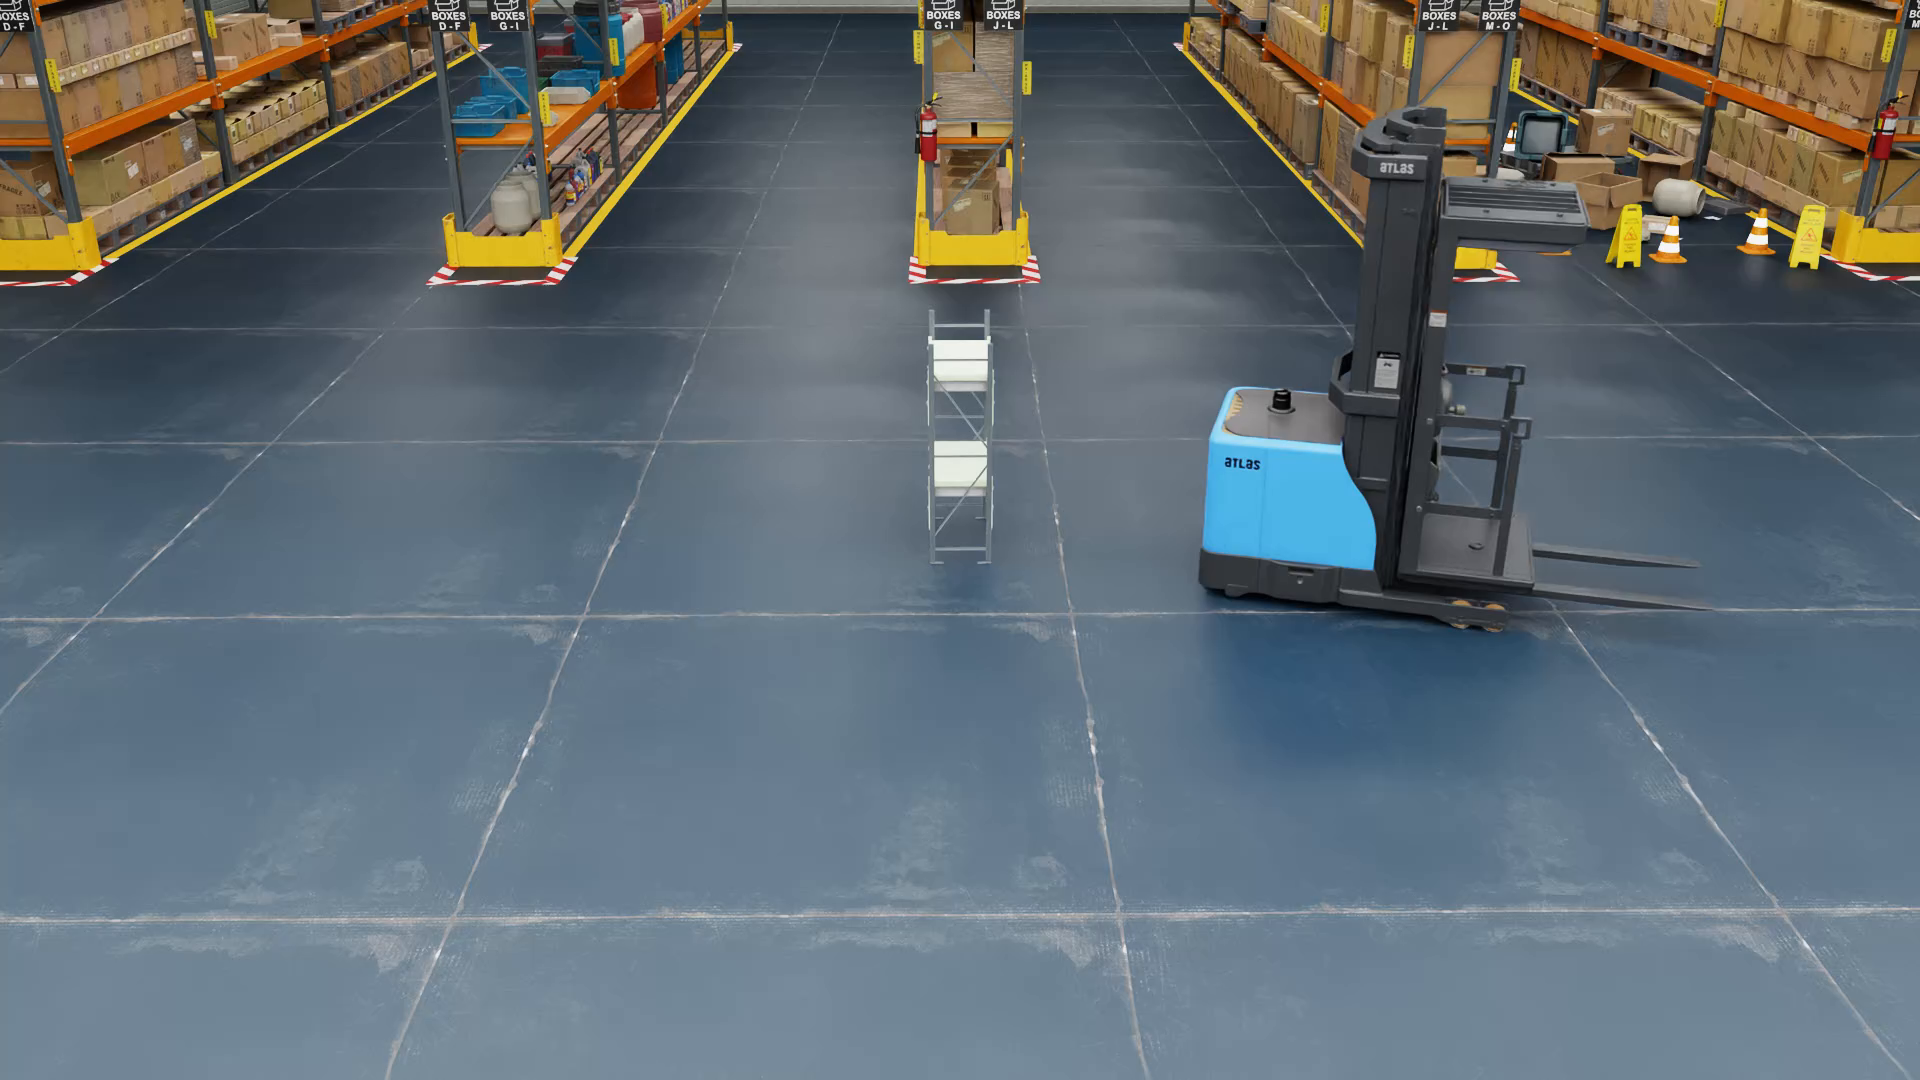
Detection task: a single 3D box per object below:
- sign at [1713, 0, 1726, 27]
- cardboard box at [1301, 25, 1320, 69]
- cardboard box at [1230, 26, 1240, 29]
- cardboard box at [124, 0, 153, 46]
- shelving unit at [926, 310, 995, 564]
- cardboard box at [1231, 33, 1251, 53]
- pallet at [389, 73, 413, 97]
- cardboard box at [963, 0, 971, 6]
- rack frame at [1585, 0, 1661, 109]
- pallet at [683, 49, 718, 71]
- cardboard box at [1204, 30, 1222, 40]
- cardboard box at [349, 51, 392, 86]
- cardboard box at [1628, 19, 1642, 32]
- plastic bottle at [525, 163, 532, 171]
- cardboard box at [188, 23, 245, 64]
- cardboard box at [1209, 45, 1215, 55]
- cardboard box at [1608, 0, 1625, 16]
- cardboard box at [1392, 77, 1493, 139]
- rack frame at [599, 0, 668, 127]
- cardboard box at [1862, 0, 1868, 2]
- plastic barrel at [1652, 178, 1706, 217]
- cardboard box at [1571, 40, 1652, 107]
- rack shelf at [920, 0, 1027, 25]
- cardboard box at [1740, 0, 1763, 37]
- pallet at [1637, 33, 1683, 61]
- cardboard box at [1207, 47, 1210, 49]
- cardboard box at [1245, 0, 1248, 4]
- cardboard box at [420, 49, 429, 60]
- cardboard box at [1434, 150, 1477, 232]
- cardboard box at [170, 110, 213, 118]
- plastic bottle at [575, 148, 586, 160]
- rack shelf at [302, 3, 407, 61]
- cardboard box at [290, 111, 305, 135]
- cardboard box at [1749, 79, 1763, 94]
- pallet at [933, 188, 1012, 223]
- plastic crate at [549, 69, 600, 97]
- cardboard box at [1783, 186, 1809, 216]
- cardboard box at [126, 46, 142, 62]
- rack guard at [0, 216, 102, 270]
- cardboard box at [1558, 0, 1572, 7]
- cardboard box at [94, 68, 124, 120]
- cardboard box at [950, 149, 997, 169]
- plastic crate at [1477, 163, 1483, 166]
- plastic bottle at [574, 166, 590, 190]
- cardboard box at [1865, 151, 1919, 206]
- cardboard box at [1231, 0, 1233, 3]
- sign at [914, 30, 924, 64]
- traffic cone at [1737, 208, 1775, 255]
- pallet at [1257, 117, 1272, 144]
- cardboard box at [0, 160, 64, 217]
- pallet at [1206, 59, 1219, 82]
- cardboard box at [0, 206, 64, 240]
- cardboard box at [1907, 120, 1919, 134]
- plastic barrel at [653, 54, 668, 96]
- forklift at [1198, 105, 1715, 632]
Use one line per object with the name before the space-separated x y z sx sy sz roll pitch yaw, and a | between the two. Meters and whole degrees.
sign | 9.446 -6.548 20.682 0.100 0.325 0.005 0 24 -1
cardboard box | 4.774 -6.428 21.701 0.500 0.500 0.500 -1 24 -1
cardboard box | 5.146 -9.315 30.434 0.380 0.149 0.250 -1 24 -2
cardboard box | -9.791 -5.976 19.127 0.700 0.500 0.500 0 24 -1
shelving unit | 0.000 -0.681 10.935 0.431 1.500 0.755 0 24 -1
cardboard box | 4.718 -8.126 27.190 0.500 0.250 0.500 0 24 1
pallet | -9.854 -7.627 27.859 1.003 0.211 1.213 0 24 -1
cardboard box | -0.129 -5.812 18.764 0.500 0.500 0.500 0 24 -1
rack frame | 9.958 -7.672 24.574 1.000 3.000 0.127 0 24 -1
pallet | -5.011 -8.790 30.429 1.003 0.211 1.213 0 24 -1
cardboard box | 4.614 -9.103 29.964 0.380 0.149 0.250 -1 24 -2
cardboard box | -9.607 -7.682 27.095 0.500 0.500 0.500 0 24 0
cardboard box | 9.684 -7.271 23.483 0.380 0.149 0.250 0 24 0
plastic bottle | -5.226 -4.442 20.208 0.097 0.271 0.097 0 24 0
cardboard box | -9.812 -6.516 21.895 0.500 0.500 0.500 1 24 3
cardboard box | 4.608 -8.635 29.291 0.380 0.149 0.250 -1 24 -2
cardboard box | 9.731 -7.858 23.993 0.500 0.500 0.500 -1 24 -2
cardboard box | 5.047 -4.533 17.451 0.875 0.550 0.550 0 24 -1
rack frame | -4.904 -7.605 24.426 1.000 3.000 0.127 0 24 -1
cardboard box | 14.673 -8.844 26.534 0.700 0.500 0.500 0 24 -1
plastic barrel | 8.509 -4.046 19.683 0.512 0.421 0.421 19 30 35
cardboard box | 10.033 -7.181 25.555 0.875 0.875 0.875 0 24 -1
rack shelf | 0.114 -6.194 18.539 1.077 0.370 4.000 0 24 -1
cardboard box | 9.773 -6.268 19.773 0.700 0.500 0.500 0 24 0
pallet | 10.020 -6.769 22.810 1.003 0.211 1.213 0 24 -1
cardboard box | 4.674 -8.843 30.113 0.380 0.149 0.250 0 24 0
cardboard box | 4.538 -8.241 25.265 0.380 0.149 0.250 0 24 1
cardboard box | -9.709 -8.673 29.690 0.380 0.166 0.250 0 24 -1
cardboard box | 5.023 -3.814 18.112 0.875 0.875 0.875 0 24 0
cardboard box | -10.117 -5.510 21.941 0.500 0.311 0.500 0 24 1
plastic bottle | -4.710 -4.686 20.652 0.144 0.351 0.185 0 24 -1
rack shelf | -9.879 -8.081 26.351 1.077 0.370 4.000 0 24 -1
cardboard box | -9.596 -5.888 23.456 0.500 0.250 0.500 0 24 1
cardboard box | 9.740 -5.463 19.994 0.380 0.149 0.250 0 24 1
pallet | 0.151 -3.928 19.680 1.003 0.211 1.213 0 24 -1
plastic crate | -4.577 -5.435 19.807 0.499 0.251 0.616 0 24 -1
cardboard box | 9.769 -3.860 18.971 0.500 0.250 0.500 0 24 0
cardboard box | -9.578 -5.534 18.937 0.380 0.149 0.250 1 24 1
rack guard | -9.770 -3.139 17.585 1.175 0.500 0.348 0 24 -1
cardboard box | 9.663 -8.452 25.874 0.500 0.250 0.500 -1 24 -2
cardboard box | -9.773 -4.947 18.427 0.700 0.500 0.500 0 24 0
cardboard box | 0.155 -4.375 19.808 0.500 0.500 0.500 -2 24 -5
plastic crate | 6.365 -4.639 21.210 0.450 0.188 0.662 3 22 31
plastic bottle | -4.562 -4.373 20.051 0.152 0.276 0.135 0 24 0
cardboard box | 10.312 -3.999 18.370 0.500 0.500 0.500 -1 24 -2
cardboard box | 4.529 -8.631 26.489 0.380 0.149 0.250 -1 24 -2
sign | -0.420 -5.009 16.896 0.100 0.325 0.005 0 24 -1
traffic cone | 8.750 -3.391 18.187 0.336 0.463 0.334 0 24 -1
pallet | 4.942 -6.013 24.288 1.003 0.211 1.213 0 24 -1
cardboard box | -10.074 -3.788 17.903 0.500 0.500 0.500 0 24 -1
pallet | 4.923 -8.263 29.263 1.003 0.211 1.213 0 24 -1
cardboard box | -10.071 -3.446 18.057 0.500 0.250 0.500 0 24 -1
cardboard box | 10.248 -4.402 17.648 0.380 0.149 0.250 0 24 0
plastic barrel | -4.939 -7.365 26.311 0.600 0.588 0.708 0 24 -1
forklift | 3.080 -1.023 9.955 3.031 2.935 1.130 6 25 14
